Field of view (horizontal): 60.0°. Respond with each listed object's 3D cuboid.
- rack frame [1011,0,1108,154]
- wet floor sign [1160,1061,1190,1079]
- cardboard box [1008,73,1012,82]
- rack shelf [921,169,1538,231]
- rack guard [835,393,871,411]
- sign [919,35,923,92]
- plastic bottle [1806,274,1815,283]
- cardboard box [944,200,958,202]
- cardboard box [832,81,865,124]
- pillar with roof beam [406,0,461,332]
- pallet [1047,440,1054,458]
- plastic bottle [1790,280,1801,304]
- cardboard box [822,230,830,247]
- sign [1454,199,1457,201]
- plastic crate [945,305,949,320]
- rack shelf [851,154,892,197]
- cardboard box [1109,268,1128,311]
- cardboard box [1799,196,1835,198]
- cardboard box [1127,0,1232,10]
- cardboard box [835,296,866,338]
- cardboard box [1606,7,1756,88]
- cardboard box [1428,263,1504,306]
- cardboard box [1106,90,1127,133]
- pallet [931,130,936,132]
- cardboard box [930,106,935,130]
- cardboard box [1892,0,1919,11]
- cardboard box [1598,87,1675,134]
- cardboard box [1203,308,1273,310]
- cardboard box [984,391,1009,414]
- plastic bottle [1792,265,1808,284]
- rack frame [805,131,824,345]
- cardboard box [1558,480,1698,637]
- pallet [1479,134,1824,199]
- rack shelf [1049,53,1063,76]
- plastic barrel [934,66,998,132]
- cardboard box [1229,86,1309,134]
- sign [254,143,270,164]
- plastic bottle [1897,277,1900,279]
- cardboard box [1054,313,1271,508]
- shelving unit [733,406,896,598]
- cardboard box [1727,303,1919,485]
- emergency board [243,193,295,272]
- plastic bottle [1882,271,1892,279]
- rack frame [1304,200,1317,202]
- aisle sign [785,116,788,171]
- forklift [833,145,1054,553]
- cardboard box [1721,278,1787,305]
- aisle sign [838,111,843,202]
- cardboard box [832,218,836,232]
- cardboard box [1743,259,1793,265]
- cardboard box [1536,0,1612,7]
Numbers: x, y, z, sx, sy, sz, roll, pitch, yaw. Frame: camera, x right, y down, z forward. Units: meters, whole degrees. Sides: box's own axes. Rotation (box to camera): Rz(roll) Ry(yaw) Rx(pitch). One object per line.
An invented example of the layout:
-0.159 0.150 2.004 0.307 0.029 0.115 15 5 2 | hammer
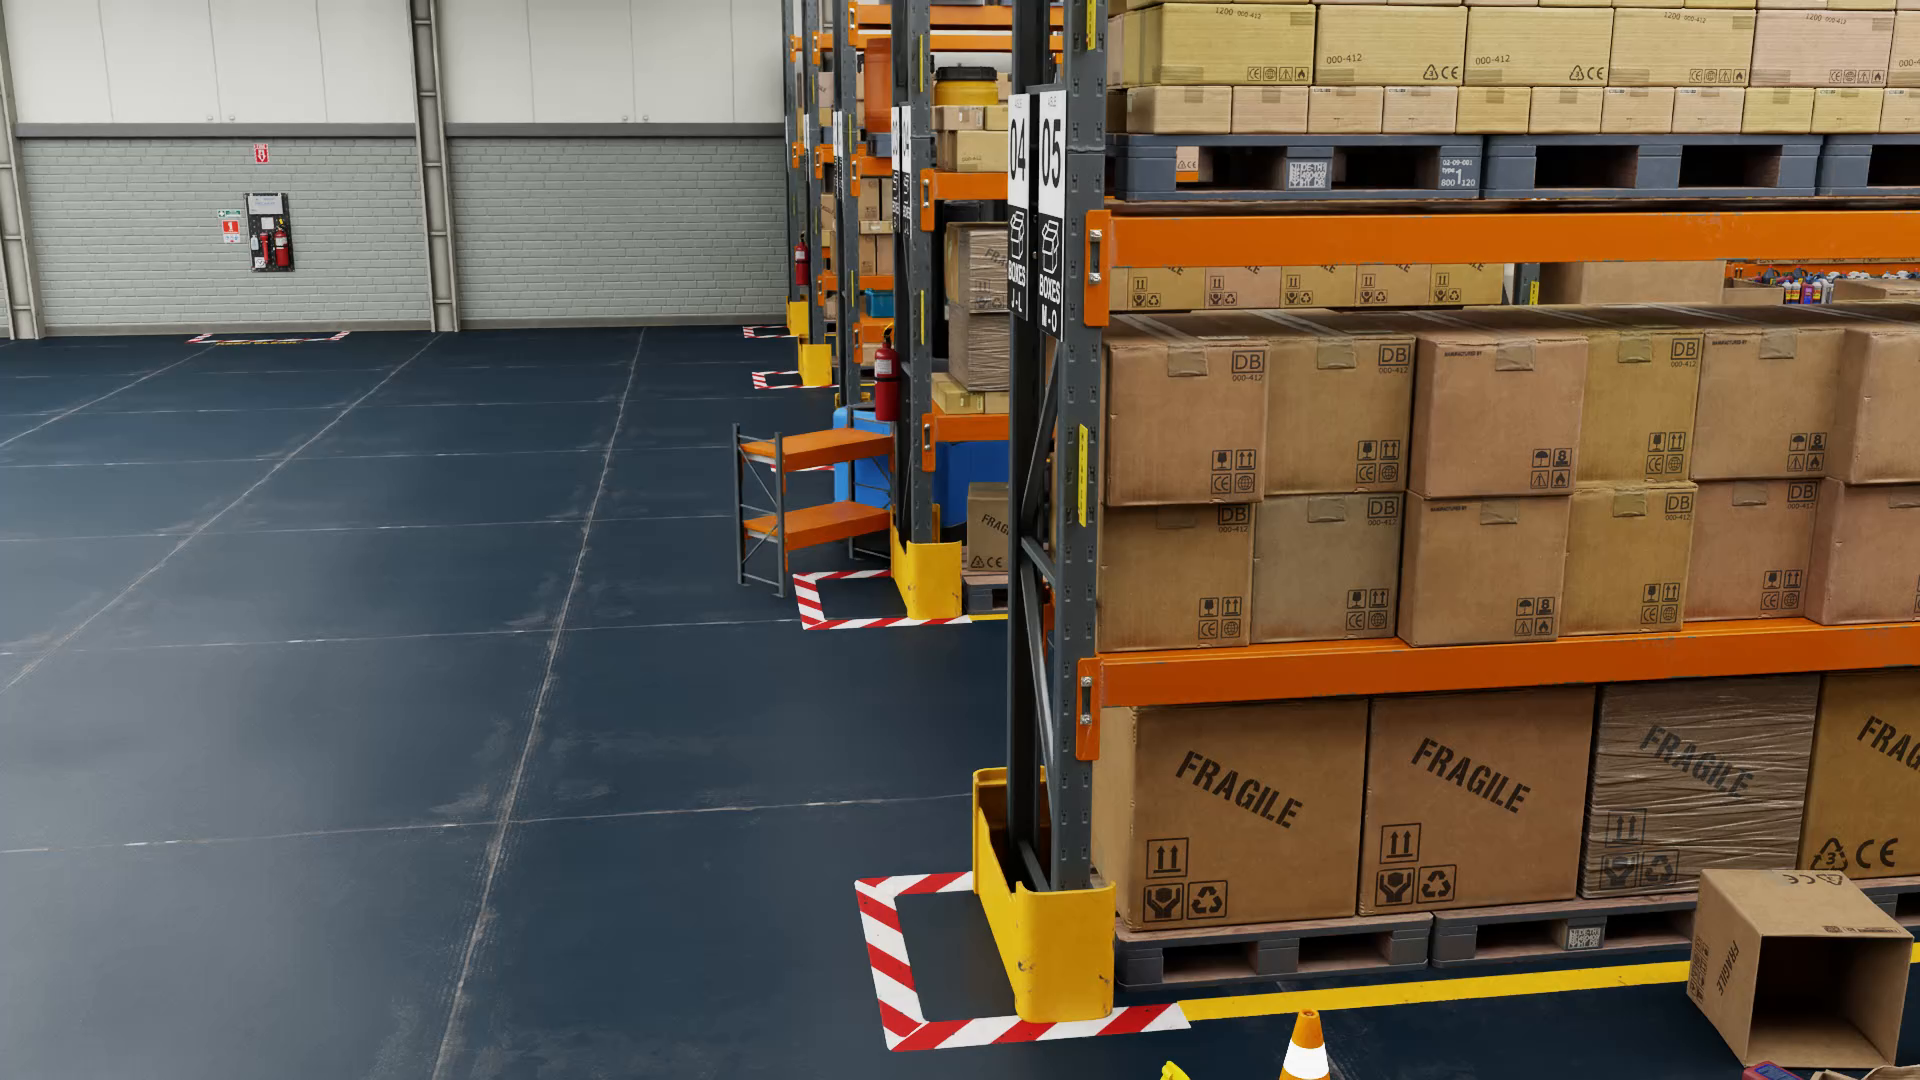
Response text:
0.326 -2.797 5.374 0.127 3.000 1.000 -2 14 -8 | rack frame
0.592 1.733 4.487 0.232 0.644 0.267 -5 15 -18 | wet floor sign
0.973 -6.718 24.873 0.500 0.500 0.500 -3 14 -13 | cardboard box
1.665 -2.262 10.888 4.000 0.370 1.077 -2 14 -8 | rack shelf
-0.983 -1.077 15.987 0.348 0.500 1.175 -2 14 -8 | rack guard
-0.232 -2.832 9.884 0.005 0.325 0.100 -2 14 -8 | sign
8.866 -2.641 17.350 0.097 0.271 0.097 0 14 0 | plastic bottle
-0.252 -4.199 20.426 0.500 0.500 0.700 -2 14 -8 | cardboard box
-1.216 -5.263 20.011 0.637 0.503 0.797 -1 14 -4 | cardboard box
-7.255 -6.548 20.334 0.400 9.000 9.100 -2 14 -8 | pillar with roof beam
1.025 -1.008 16.307 1.213 0.211 1.003 -2 14 -8 | pallet
8.368 -2.471 16.675 0.097 0.271 0.097 0 14 0 | plastic bottle
-1.997 -4.536 24.910 0.500 0.250 0.500 -3 14 -10 | cardboard box
6.211 -4.185 20.861 0.005 0.325 0.100 -2 14 -8 | sign
-0.118 -2.102 15.479 0.250 0.136 0.298 -2 14 -8 | plastic crate
0.927 -3.453 15.638 4.000 0.370 1.077 -2 14 -8 | rack shelf
0.767 -1.732 10.590 0.500 0.500 0.500 -2 14 -8 | cardboard box
11.099 -4.403 21.851 0.500 0.500 0.500 -3 14 -10 | cardboard box
0.703 -1.794 5.352 0.250 0.149 0.380 -2 14 -8 | cardboard box
-1.299 -2.791 20.933 0.500 0.500 0.500 -2 14 -8 | cardboard box
2.338 -1.676 5.701 0.500 0.250 0.500 -2 14 -9 | cardboard box
3.238 -1.824 10.955 0.500 0.500 0.500 -2 14 -8 | cardboard box
0.604 -1.566 6.080 0.250 0.149 0.380 -2 14 -8 | cardboard box
0.127 -4.943 20.281 1.213 0.211 1.003 -2 14 -8 | pallet
-0.085 -2.744 10.820 0.250 0.149 0.380 -2 14 -8 | cardboard box
3.221 -1.887 5.721 0.250 0.149 0.380 -2 14 -7 | cardboard box
2.212 -1.463 5.668 0.250 0.149 0.380 -2 14 -8 | cardboard box
1.708 -1.360 11.160 0.500 0.500 0.875 -2 14 -8 | cardboard box
0.254 -0.919 10.737 0.250 0.149 0.380 -2 14 -8 | cardboard box
8.805 -2.707 17.450 0.185 0.351 0.144 -2 14 -8 | plastic bottle
-1.785 -3.467 20.378 0.127 3.000 1.000 -2 14 -8 | rack frame
2.317 -0.028 6.360 0.500 0.550 0.875 -2 14 -8 | cardboard box
2.267 -1.373 6.047 1.213 0.211 1.003 -2 14 -8 | pallet
3.406 -7.242 25.402 4.000 0.370 1.077 -2 14 -8 | rack shelf
0.057 -4.097 15.474 0.600 0.588 0.600 0 14 0 | plastic barrel
0.964 -1.417 5.486 0.250 0.149 0.380 -2 14 -8 | cardboard box
-10.369 -5.742 24.684 0.199 0.298 0.001 -2 14 -8 | sign
9.577 -2.553 17.000 0.097 0.271 0.097 0 14 0 | plastic bottle
0.698 -0.487 5.971 0.550 0.550 0.875 -2 14 -8 | cardboard box
-0.988 -0.286 11.551 1.048 1.125 0.538 -14 19 -43 | shelving unit
3.385 -0.575 6.321 0.550 0.550 0.875 -2 14 -8 | cardboard box
-10.346 -4.594 24.872 0.643 1.169 0.194 -2 14 -8 | emergency board
9.820 -2.711 17.631 0.097 0.271 0.097 0 14 0 | plastic bottle
5.384 -4.948 26.285 0.127 3.000 1.000 -2 14 -8 | rack frame
-2.553 -5.844 24.514 0.004 0.787 0.394 -2 14 -8 | aisle sign
0.314 -1.566 12.942 1.130 2.935 3.031 10 17 34 | forklift
5.343 -1.567 11.729 0.637 0.503 0.797 -1 14 -3 | cardboard box
-1.079 -3.463 15.019 0.004 0.787 0.394 -2 14 -8 | aisle sign
-1.436 -3.889 20.525 0.250 0.149 0.380 -2 14 -9 | cardboard box
10.625 -3.903 21.912 0.500 0.500 0.500 -2 14 -7 | cardboard box
1.960 -1.840 5.535 0.250 0.149 0.380 -2 14 -9 | cardboard box
